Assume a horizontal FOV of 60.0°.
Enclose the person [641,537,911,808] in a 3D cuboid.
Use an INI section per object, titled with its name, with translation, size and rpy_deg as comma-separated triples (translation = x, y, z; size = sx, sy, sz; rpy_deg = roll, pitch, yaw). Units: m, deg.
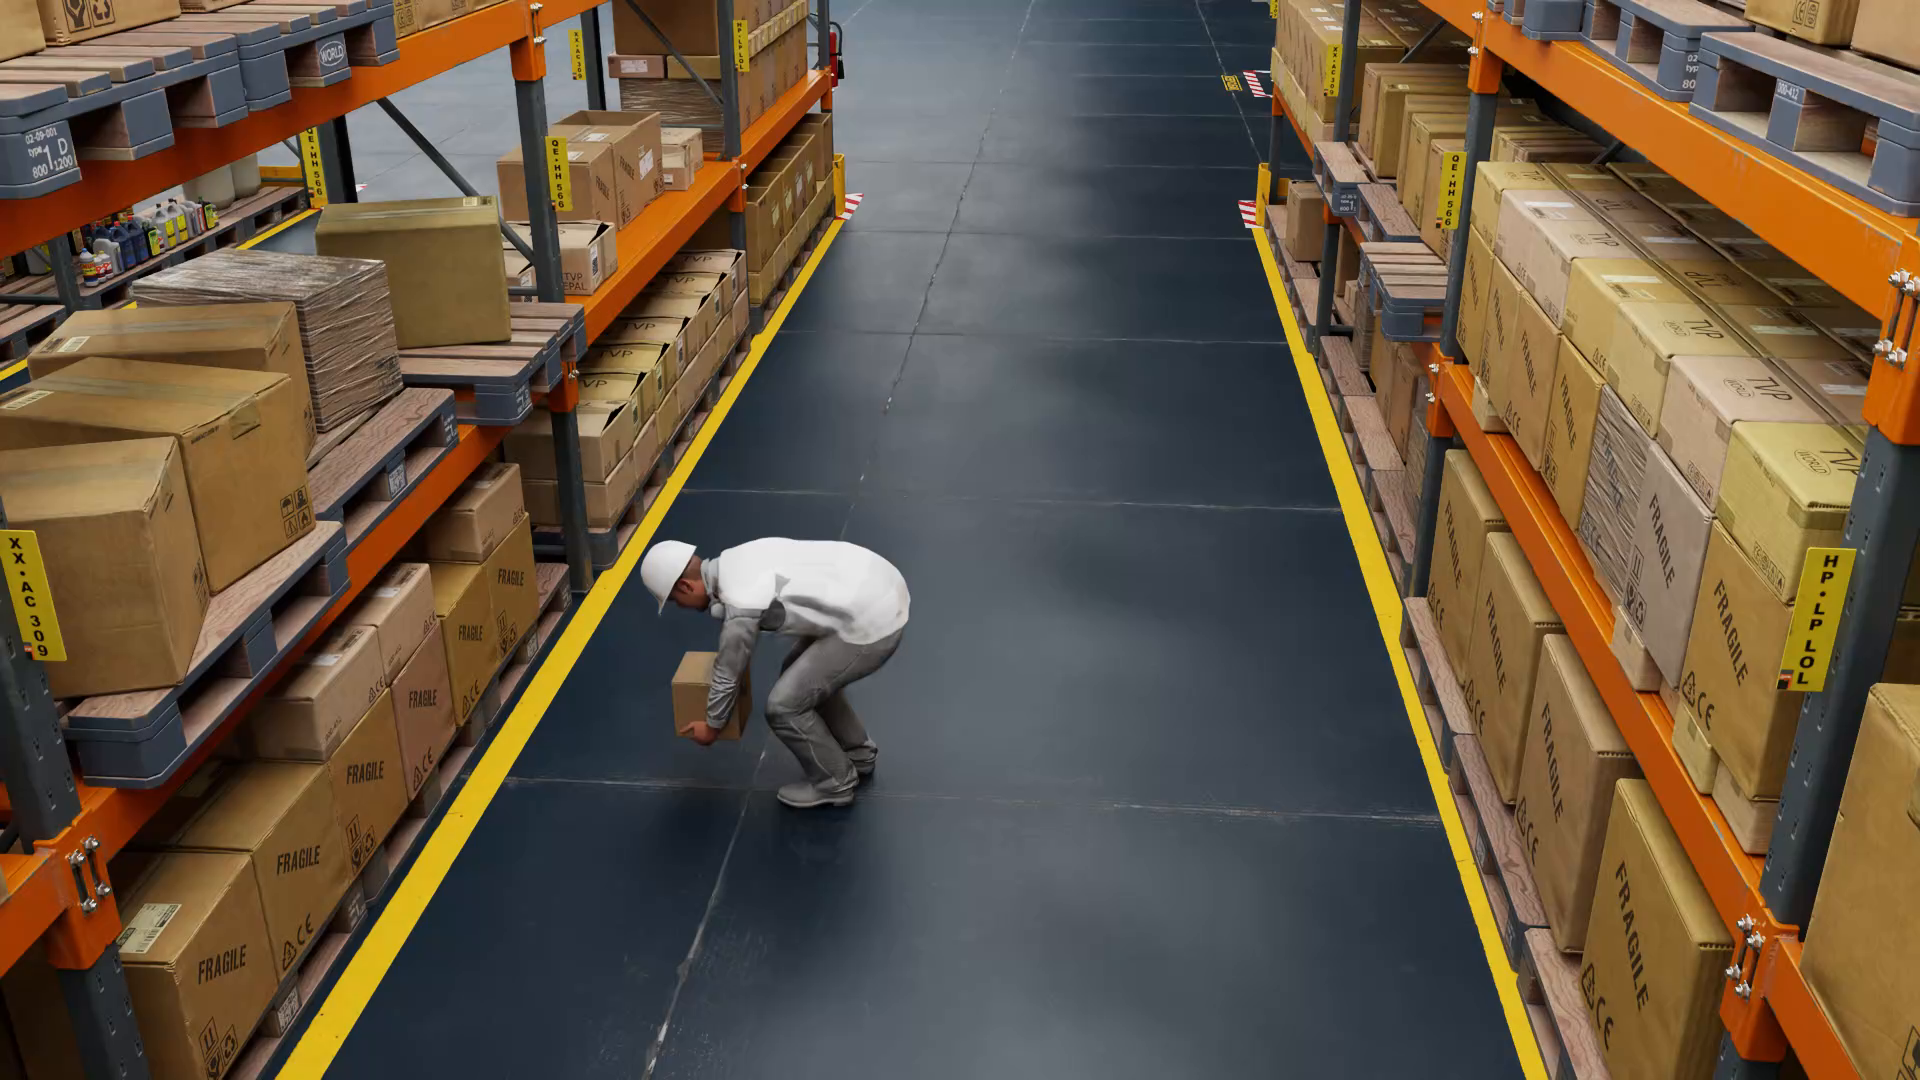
[person]
translation = -0.687, 0.488, 6.369
size = 0.997, 1.053, 0.495
rpy_deg = 1, 24, 2
